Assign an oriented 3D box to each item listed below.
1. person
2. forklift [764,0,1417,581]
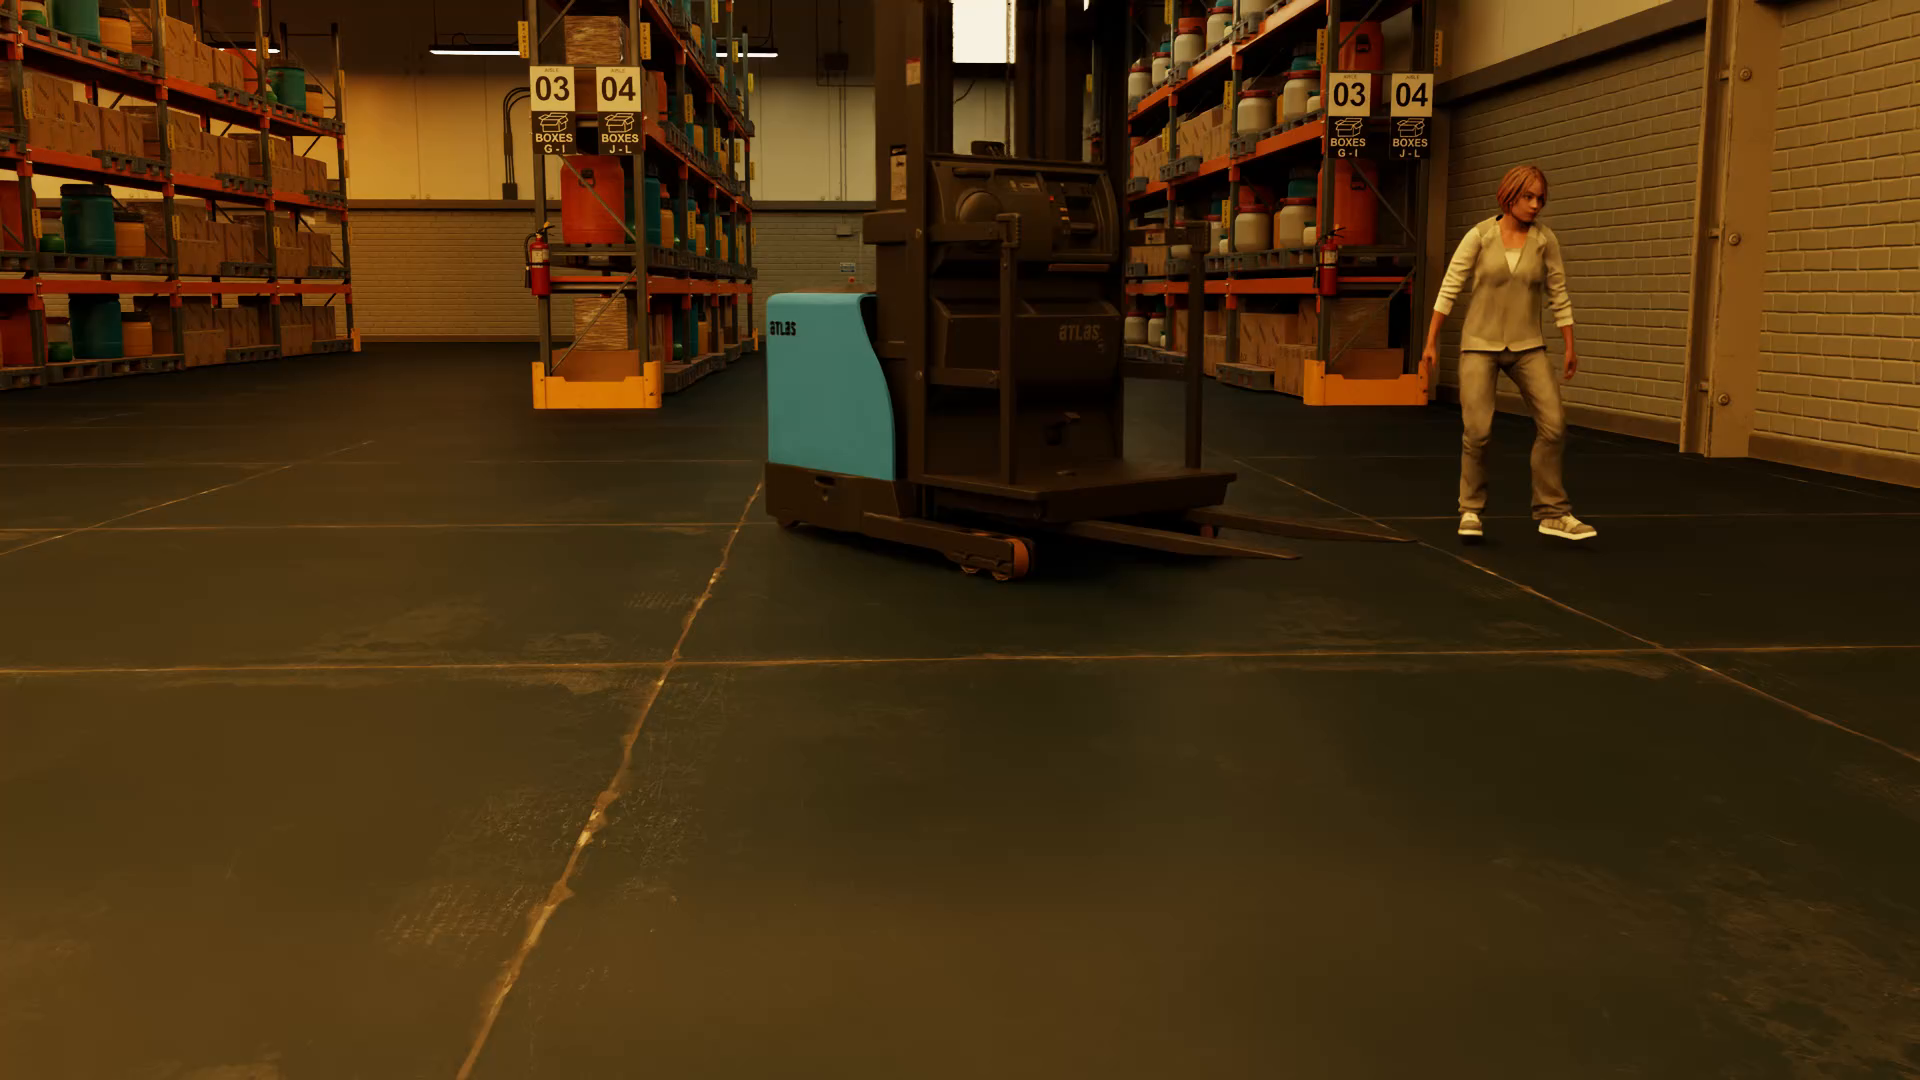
[{"bbox_3d":[2.347,-0.787,7.077,0.726,1.561,0.385,1,9,8],"label":"person"},{"bbox_3d":[0.406,-1.376,6.596,1.130,2.935,3.031,-7,11,-37],"label":"forklift"}]
